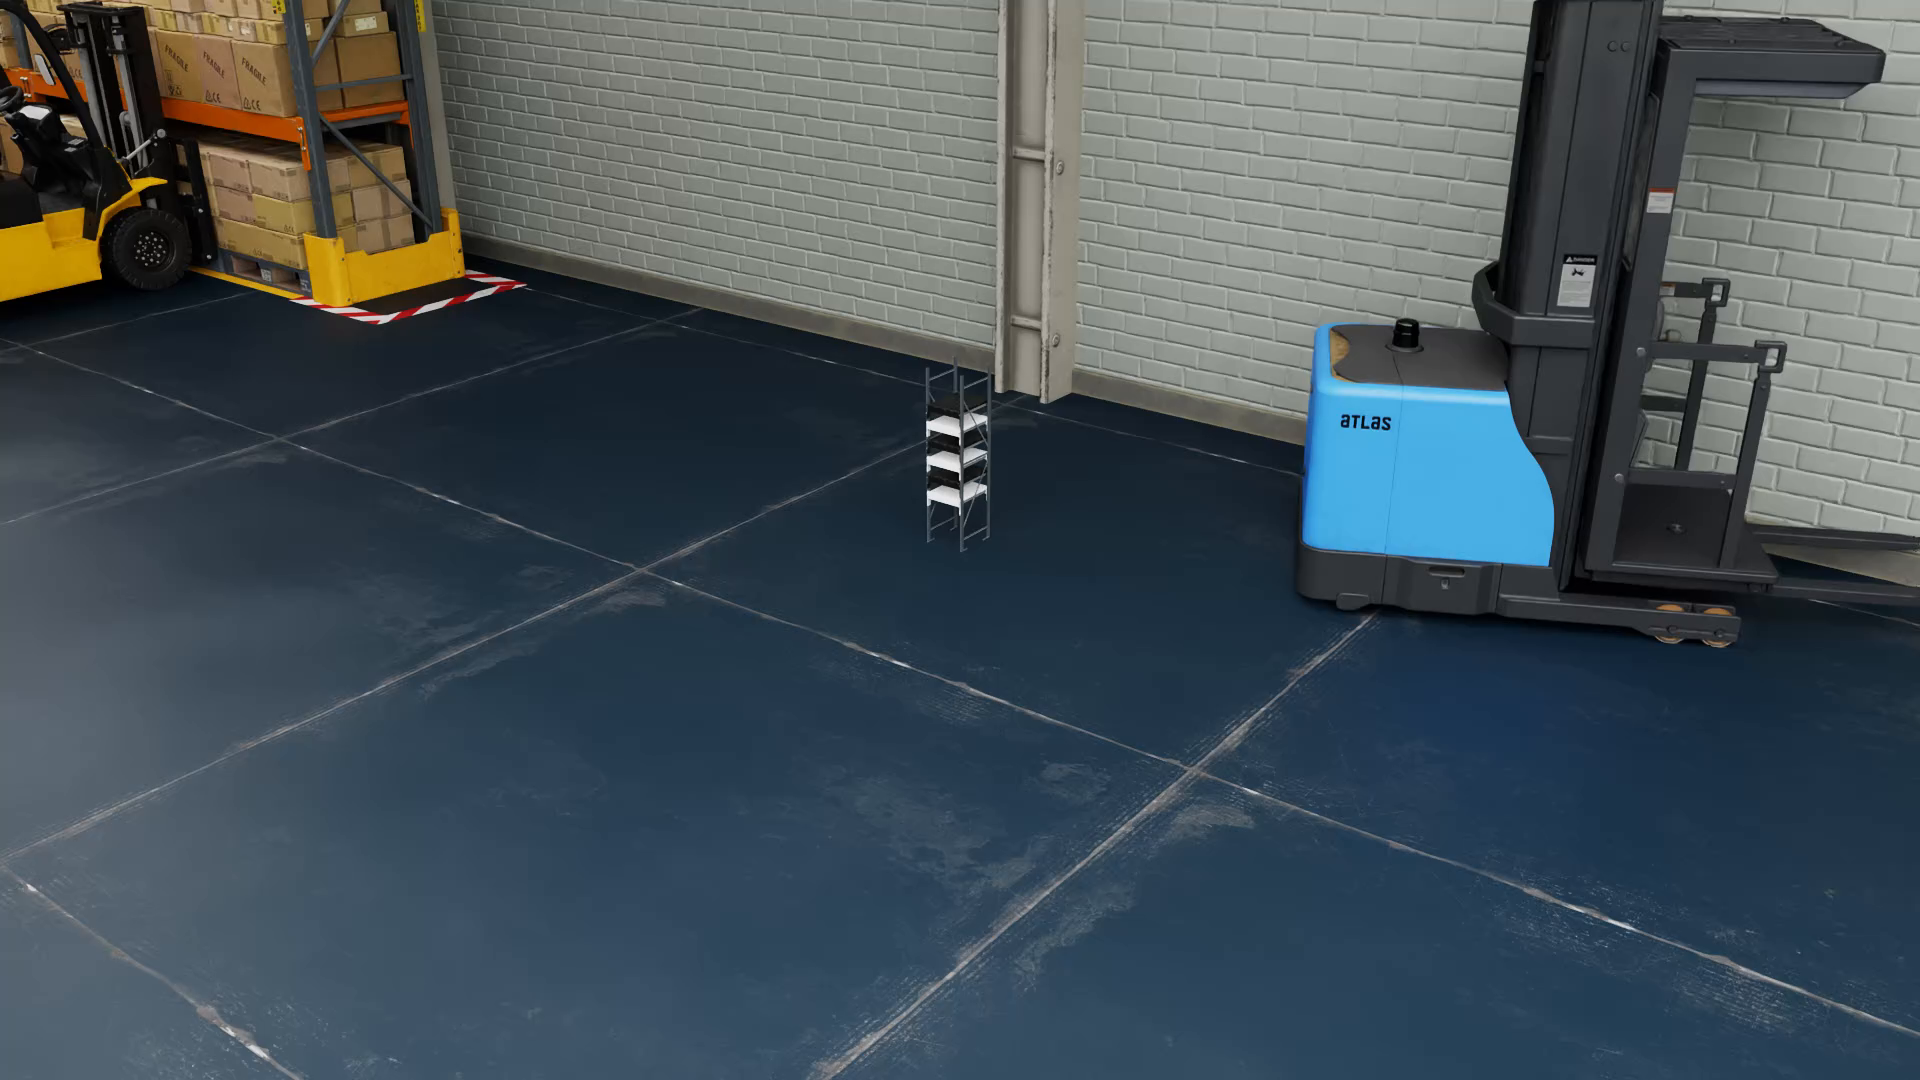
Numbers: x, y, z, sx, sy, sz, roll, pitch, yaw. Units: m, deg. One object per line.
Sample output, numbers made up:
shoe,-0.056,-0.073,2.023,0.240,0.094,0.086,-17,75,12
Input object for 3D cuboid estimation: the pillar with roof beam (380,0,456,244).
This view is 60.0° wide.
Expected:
pillar with roof beam,-6.921,-5.107,8.680,0.400,9.000,9.100,17,29,33

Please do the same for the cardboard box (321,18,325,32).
cardboard box,-4.674,-3.839,12.314,0.250,0.149,0.380,17,29,33

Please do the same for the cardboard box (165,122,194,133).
cardboard box,-6.516,-3.189,13.416,0.500,0.250,0.500,18,29,35

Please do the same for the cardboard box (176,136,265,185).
cardboard box,-5.700,-2.934,12.838,0.500,0.250,0.500,17,29,34

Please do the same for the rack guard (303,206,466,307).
rack guard,-4.303,-2.142,12.491,0.348,0.500,1.175,17,29,33

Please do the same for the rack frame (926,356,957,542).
rack frame,-0.088,-0.438,8.129,0.006,0.900,0.240,17,29,33

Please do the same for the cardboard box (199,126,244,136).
cardboard box,-5.795,-3.230,13.511,0.500,0.250,0.500,16,28,32

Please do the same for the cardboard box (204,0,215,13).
cardboard box,-5.331,-3.977,12.259,0.250,0.149,0.380,17,29,34

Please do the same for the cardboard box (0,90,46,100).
cardboard box,-9.166,-3.858,15.710,0.625,0.625,0.875,15,28,31

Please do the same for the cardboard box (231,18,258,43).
cardboard box,-4.990,-3.680,11.953,0.250,0.149,0.380,17,29,34

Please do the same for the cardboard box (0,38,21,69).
cardboard box,-8.083,-4.228,14.311,0.500,0.250,0.500,18,29,34

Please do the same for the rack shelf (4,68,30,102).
rack shelf,-9.123,-4.413,15.438,4.000,0.370,1.077,17,29,33

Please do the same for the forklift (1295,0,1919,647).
forklift,3.094,-1.110,7.134,3.031,2.935,1.130,4,24,10

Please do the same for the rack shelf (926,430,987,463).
rack shelf,-0.006,-0.466,8.050,0.200,0.077,0.258,17,29,33

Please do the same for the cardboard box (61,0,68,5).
cardboard box,-6.992,-4.323,13.413,0.250,0.149,0.380,17,29,33

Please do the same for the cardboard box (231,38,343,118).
cardboard box,-4.873,-3.372,12.058,0.500,0.500,0.500,16,28,32

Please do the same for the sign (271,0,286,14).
sign,-4.659,-3.758,11.329,0.005,0.325,0.100,17,29,33

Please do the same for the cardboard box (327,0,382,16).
cardboard box,-4.463,-3.920,12.130,0.250,0.149,0.380,16,28,32

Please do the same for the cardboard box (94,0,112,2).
cardboard box,-6.605,-4.322,13.042,0.250,0.149,0.380,16,29,32

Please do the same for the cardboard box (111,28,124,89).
cardboard box,-6.492,-3.870,13.190,0.500,0.500,0.500,16,29,33

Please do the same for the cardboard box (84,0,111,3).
cardboard box,-6.630,-4.176,13.079,0.250,0.149,0.380,16,29,33

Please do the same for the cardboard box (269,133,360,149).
cardboard box,-4.995,-2.980,12.942,0.500,0.250,0.500,17,29,33

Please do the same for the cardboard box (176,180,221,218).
cardboard box,-5.720,-2.714,12.959,0.500,0.250,0.500,16,28,32

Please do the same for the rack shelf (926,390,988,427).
rack shelf,-0.006,-0.630,7.978,0.200,0.077,0.258,17,29,33

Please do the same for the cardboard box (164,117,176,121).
cardboard box,-6.599,-3.476,14.068,0.500,0.250,0.500,16,29,33

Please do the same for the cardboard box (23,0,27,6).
cardboard box,-7.929,-4.612,14.069,0.250,0.149,0.380,18,29,35

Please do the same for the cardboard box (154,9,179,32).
cardboard box,-5.809,-3.930,12.521,0.250,0.149,0.380,17,29,34

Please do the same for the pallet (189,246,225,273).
pallet,-5.931,-2.482,13.621,1.213,0.211,1.003,17,29,33

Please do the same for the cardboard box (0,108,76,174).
cardboard box,-7.947,-3.487,14.868,0.625,0.625,0.875,18,30,36

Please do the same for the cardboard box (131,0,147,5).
cardboard box,-6.157,-4.224,12.820,0.250,0.149,0.380,17,29,33

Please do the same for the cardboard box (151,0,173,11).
cardboard box,-5.817,-4.065,12.459,0.250,0.149,0.380,17,29,34

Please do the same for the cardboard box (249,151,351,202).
cardboard box,-4.878,-2.694,12.293,0.500,0.250,0.500,18,29,35

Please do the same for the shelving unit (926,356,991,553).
shelving unit,-0.006,-0.414,8.073,0.210,0.900,0.258,17,29,33

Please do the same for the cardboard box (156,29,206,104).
cardboard box,-5.693,-3.624,12.630,0.500,0.500,0.500,16,29,32

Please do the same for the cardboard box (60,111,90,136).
cardboard box,-7.324,-3.432,13.968,0.500,0.250,0.500,16,29,33

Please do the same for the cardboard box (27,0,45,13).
cardboard box,-7.426,-4.439,13.677,0.250,0.149,0.380,16,29,32

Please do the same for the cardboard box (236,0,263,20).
cardboard box,-4.951,-3.838,11.944,0.250,0.149,0.380,17,29,33

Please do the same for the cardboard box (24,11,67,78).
cardboard box,-7.324,-4.113,13.741,0.500,0.500,0.500,16,28,32

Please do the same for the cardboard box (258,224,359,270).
cardboard box,-4.888,-2.237,12.496,0.500,0.250,0.500,17,29,34

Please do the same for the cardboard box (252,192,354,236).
cardboard box,-4.899,-2.471,12.407,0.500,0.250,0.500,16,29,33

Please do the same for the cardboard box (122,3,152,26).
cardboard box,-6.200,-4.059,12.814,0.250,0.149,0.380,16,28,32

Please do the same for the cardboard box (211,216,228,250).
cardboard box,-5.675,-2.484,13.058,0.500,0.250,0.500,17,29,34

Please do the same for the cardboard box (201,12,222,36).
cardboard box,-5.352,-3.826,12.284,0.250,0.149,0.380,17,29,33

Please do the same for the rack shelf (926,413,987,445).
rack shelf,-0.006,-0.548,8.014,0.200,0.077,0.258,17,29,33

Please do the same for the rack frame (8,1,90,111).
rack frame,-7.523,-4.259,14.196,0.127,3.000,1.000,17,29,33
